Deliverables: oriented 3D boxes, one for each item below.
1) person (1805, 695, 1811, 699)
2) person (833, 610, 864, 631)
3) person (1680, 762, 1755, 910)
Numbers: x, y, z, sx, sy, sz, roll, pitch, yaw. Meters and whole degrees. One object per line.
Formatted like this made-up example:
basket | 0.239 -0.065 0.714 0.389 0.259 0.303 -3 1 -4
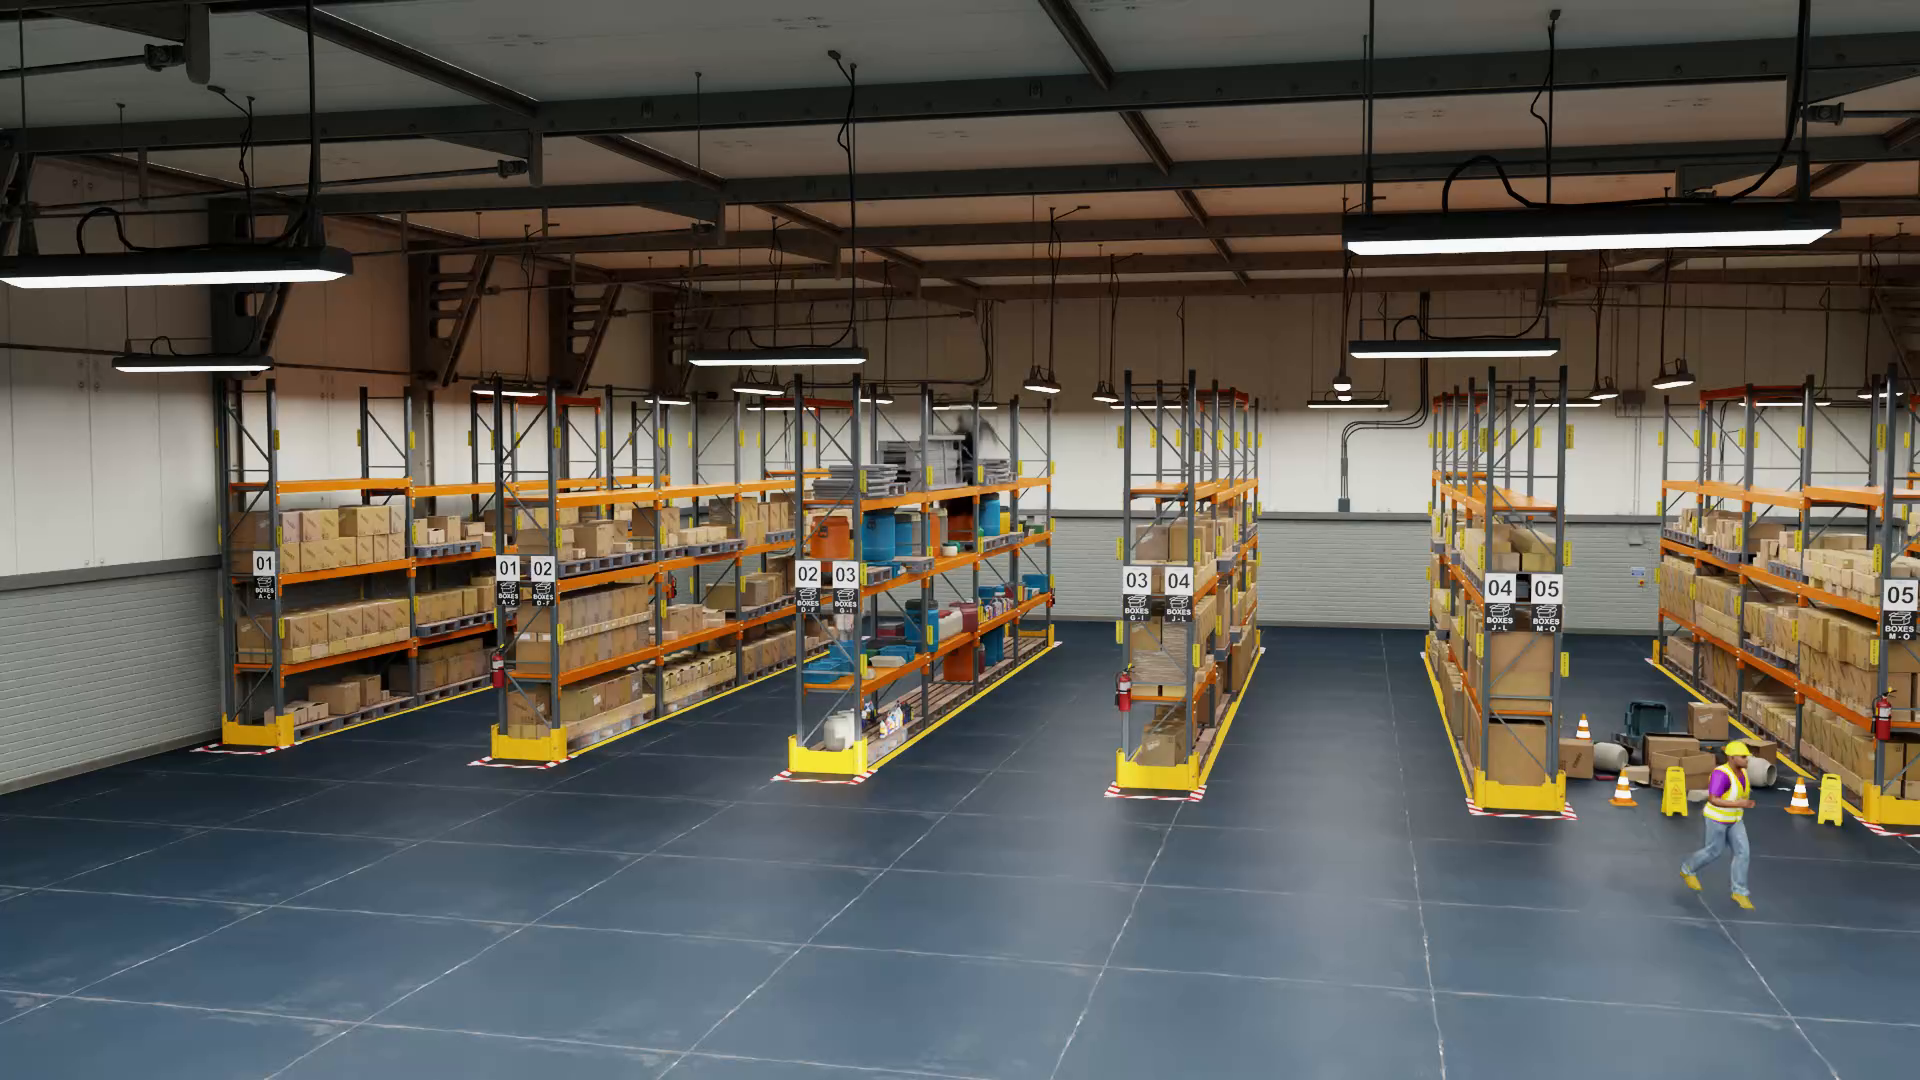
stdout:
person | 16.338 2.221 32.099 0.640 1.687 0.636 1 4 14
person | -2.301 1.384 33.879 0.684 0.905 0.392 1 4 13
person | 8.237 3.181 18.055 0.681 1.586 0.898 -2 4 -31
